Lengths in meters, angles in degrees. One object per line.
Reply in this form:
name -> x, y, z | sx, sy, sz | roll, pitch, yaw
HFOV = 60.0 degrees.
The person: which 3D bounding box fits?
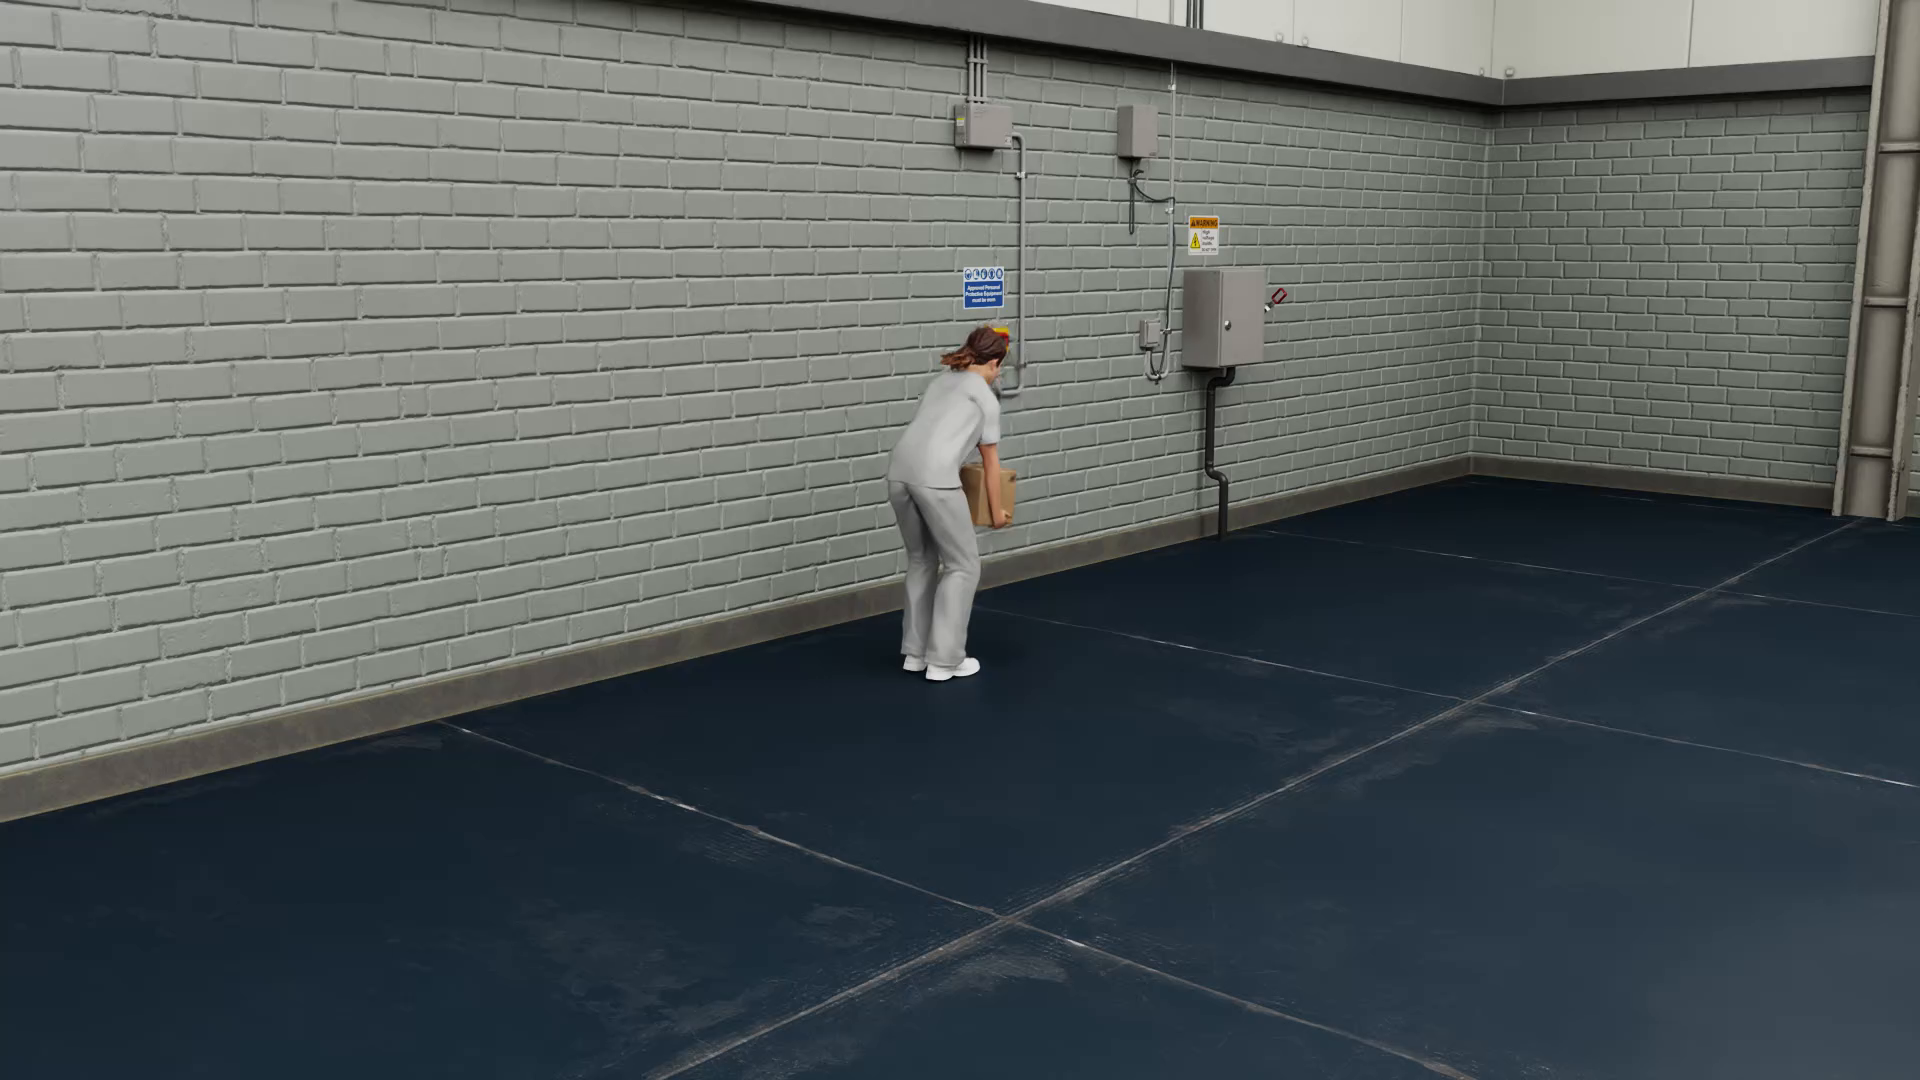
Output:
person -> -0.029, -0.173, 7.352 | 0.406, 1.509, 0.672 | 9, 13, 39
